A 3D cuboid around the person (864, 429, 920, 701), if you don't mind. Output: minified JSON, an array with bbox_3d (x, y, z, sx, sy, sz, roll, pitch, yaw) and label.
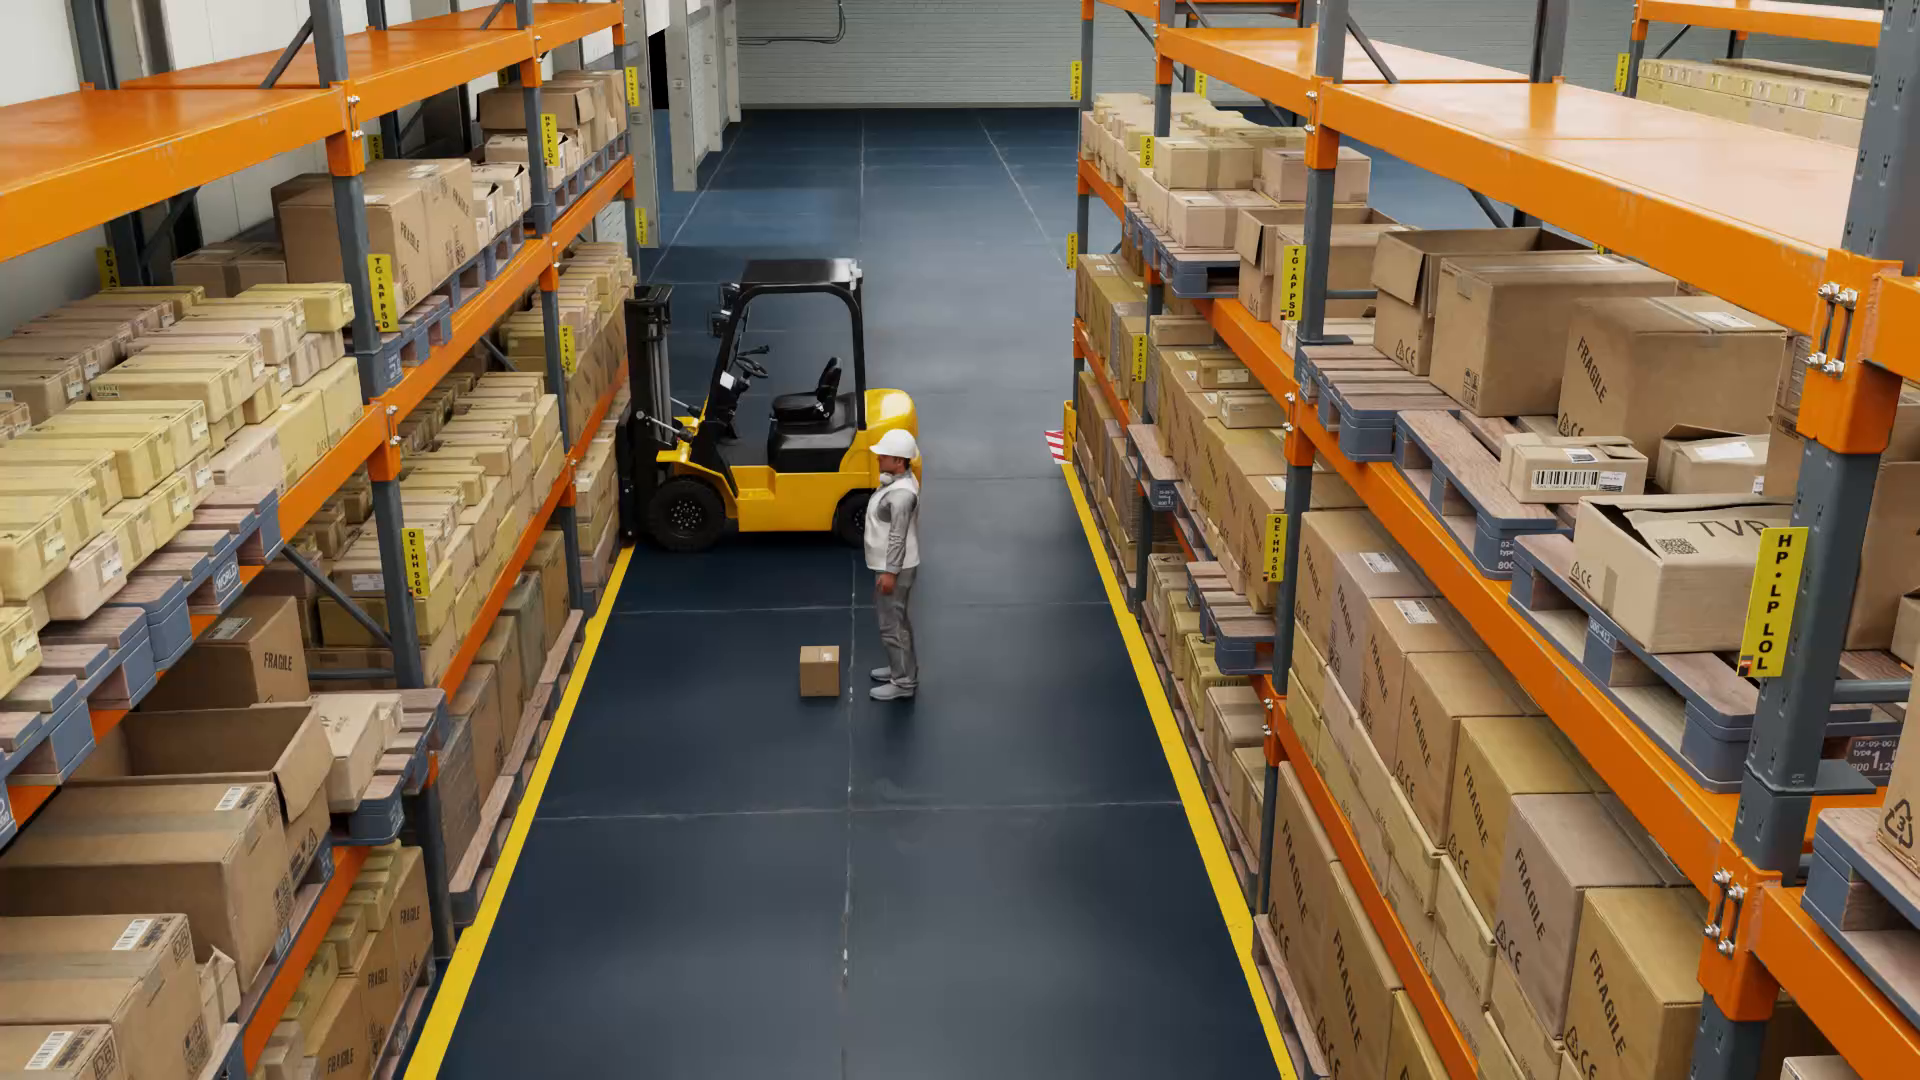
[{"bbox_3d":[-0.432,0.145,10.649,0.358,1.769,0.531,-1,20,-2],"label":"person"}]
